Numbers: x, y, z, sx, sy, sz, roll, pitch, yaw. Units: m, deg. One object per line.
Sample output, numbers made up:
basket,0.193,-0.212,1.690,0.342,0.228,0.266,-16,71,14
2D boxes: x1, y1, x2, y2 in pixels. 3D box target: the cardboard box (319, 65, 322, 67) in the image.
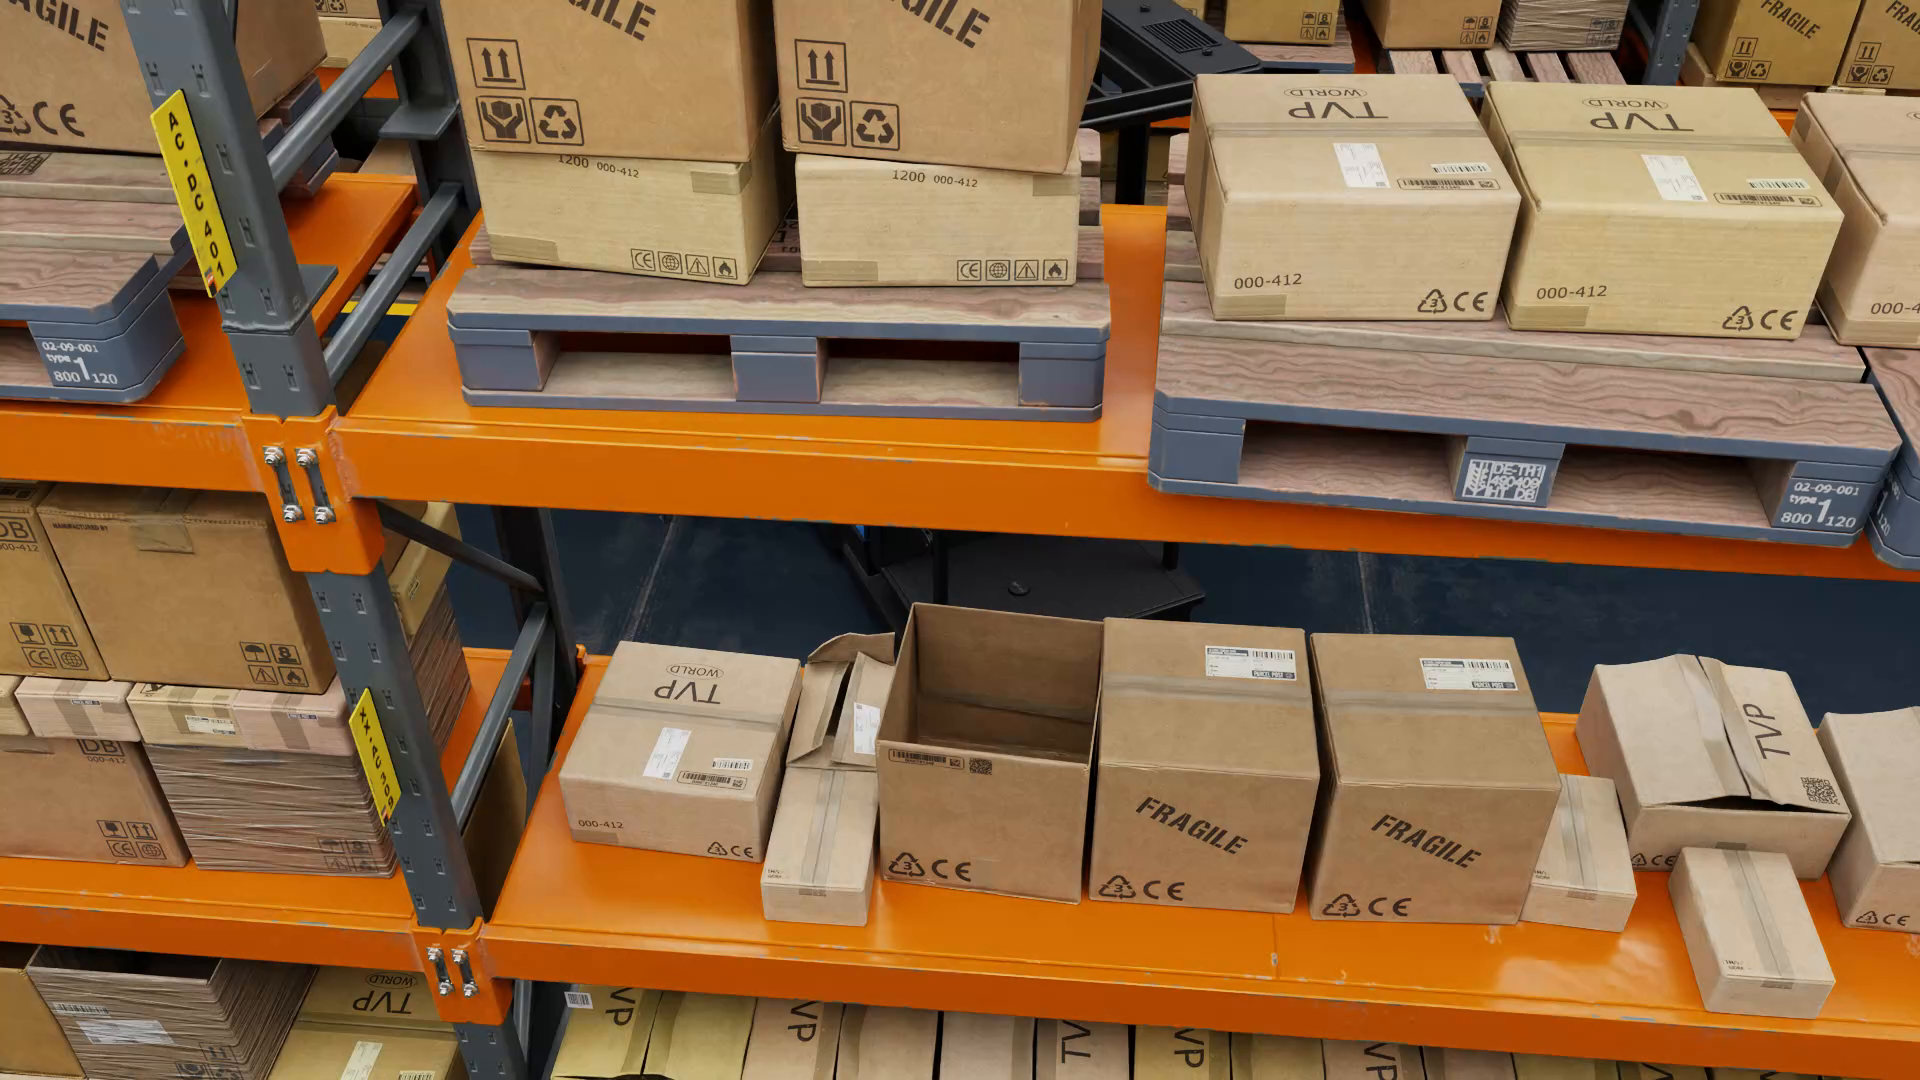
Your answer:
cardboard box,-3.278,-2.522,8.075,0.500,0.250,0.500,3,39,3

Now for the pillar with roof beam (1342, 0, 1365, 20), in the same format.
pillar with roof beam,1.616,-2.647,3.374,0.400,9.000,9.100,3,39,4

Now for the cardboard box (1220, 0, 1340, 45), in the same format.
cardboard box,1.495,-2.696,7.758,0.500,0.500,0.700,3,39,4

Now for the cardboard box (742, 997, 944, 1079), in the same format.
cardboard box,-0.313,1.380,4.579,0.500,0.311,0.500,3,39,3

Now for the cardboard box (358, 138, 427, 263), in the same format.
cardboard box,-2.786,-1.854,8.783,0.500,0.500,0.700,1,39,1

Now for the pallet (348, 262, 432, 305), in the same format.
pallet,-2.668,-1.629,9.084,1.213,0.211,1.003,3,39,4

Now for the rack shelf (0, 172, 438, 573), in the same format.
rack shelf,-3.194,-0.509,3.693,4.000,0.370,1.077,3,39,4

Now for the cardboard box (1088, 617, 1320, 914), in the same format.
cardboard box,0.587,0.554,4.114,0.500,0.500,0.500,3,39,4

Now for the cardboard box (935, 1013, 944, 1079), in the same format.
cardboard box,-0.311,1.594,4.760,0.500,0.250,0.500,4,39,5

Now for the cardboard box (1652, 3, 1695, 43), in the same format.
cardboard box,3.554,-2.467,8.088,0.250,0.149,0.380,4,39,5

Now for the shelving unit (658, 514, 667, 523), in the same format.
shelving unit,-1.169,-0.691,7.149,0.503,1.200,0.258,-24,45,-26

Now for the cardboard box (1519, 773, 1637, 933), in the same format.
cardboard box,1.509,0.766,4.132,0.250,0.149,0.380,6,40,7

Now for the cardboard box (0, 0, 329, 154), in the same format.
cardboard box,-1.680,-1.128,3.361,0.500,0.500,0.500,6,40,8

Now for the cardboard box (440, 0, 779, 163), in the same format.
cardboard box,-0.590,-1.016,2.938,0.500,0.500,0.500,4,39,4

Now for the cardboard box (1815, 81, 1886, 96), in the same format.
cardboard box,4.024,-2.073,7.604,0.250,0.149,0.380,4,39,5

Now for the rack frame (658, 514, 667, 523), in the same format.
rack frame,-1.369,-0.603,7.040,0.015,1.200,0.240,-24,45,-26

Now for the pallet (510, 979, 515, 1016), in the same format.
pallet,-1.990,1.496,5.245,1.213,0.211,1.003,3,39,4

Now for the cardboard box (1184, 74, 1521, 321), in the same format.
cardboard box,0.699,-0.641,3.071,0.500,0.250,0.500,0,39,0

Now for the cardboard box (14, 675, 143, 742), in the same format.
cardboard box,-1.998,0.287,3.929,0.250,0.149,0.380,2,39,3

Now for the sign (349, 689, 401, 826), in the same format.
sign,-1.247,0.467,3.551,0.005,0.325,0.100,3,39,4

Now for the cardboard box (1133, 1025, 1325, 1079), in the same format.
cardboard box,0.721,1.433,4.515,0.500,0.311,0.500,4,39,5

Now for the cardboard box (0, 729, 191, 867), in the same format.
cardboard box,-2.170,0.401,4.302,0.500,0.500,0.700,3,39,3

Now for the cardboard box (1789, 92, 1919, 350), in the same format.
cardboard box,1.803,-0.572,2.987,0.500,0.250,0.500,4,39,5

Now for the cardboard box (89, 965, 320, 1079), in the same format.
cardboard box,-2.179,1.467,4.917,0.500,0.250,0.500,3,39,4

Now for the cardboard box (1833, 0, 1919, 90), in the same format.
cardboard box,4.191,-2.353,7.435,0.500,0.500,0.500,4,39,5

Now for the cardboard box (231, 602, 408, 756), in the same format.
cardboard box,-1.490,0.314,3.895,0.250,0.149,0.380,3,39,4

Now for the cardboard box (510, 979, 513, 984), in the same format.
cardboard box,-1.637,1.172,5.279,0.500,0.250,0.500,3,39,4

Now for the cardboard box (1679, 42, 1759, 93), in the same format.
cardboard box,3.516,-2.160,7.711,0.250,0.149,0.380,3,39,3

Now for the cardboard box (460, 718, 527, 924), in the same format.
cardboard box,-1.636,0.875,5.050,0.500,0.500,0.500,3,39,4

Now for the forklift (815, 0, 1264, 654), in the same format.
forklift,0.265,-0.776,5.881,1.130,2.935,3.031,-16,42,-19

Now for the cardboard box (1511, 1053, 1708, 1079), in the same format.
cardboard box,1.723,1.490,4.444,0.500,0.311,0.500,3,39,3

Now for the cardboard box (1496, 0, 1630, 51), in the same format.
cardboard box,2.739,-2.642,7.692,0.500,0.500,0.700,-1,39,-1

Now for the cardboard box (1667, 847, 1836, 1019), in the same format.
cardboard box,1.864,0.925,3.937,0.250,0.149,0.380,3,39,4

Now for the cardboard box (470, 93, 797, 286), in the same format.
cardboard box,-0.588,-0.744,3.198,0.500,0.250,0.500,7,40,8

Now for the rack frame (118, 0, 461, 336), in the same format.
rack frame,-1.201,-1.842,2.385,0.127,3.000,1.000,3,39,4

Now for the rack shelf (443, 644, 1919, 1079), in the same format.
rack shelf,0.792,0.872,4.372,4.000,0.370,1.077,3,39,4

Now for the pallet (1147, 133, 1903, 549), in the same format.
pallet,0.986,-0.428,3.173,1.213,0.211,1.003,5,39,6

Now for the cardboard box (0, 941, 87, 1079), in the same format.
cardboard box,-2.677,1.150,4.713,0.500,0.500,0.500,3,39,4

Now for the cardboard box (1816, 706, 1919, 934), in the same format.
cardboard box,2.425,0.690,4.097,0.500,0.311,0.500,5,39,7

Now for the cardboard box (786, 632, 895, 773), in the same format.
cardboard box,-0.309,0.469,4.404,0.258,0.266,0.396,2,39,3

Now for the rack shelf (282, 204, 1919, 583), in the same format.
rack shelf,0.792,-0.291,3.425,4.000,0.370,1.077,3,39,4

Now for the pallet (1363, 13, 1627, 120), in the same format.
pallet,2.489,-2.311,7.865,1.003,0.211,1.213,3,39,4

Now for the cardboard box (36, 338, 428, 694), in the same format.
cardboard box,-1.644,-0.078,3.862,0.500,0.500,0.700,3,39,4

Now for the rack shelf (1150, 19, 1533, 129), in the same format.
rack shelf,1.215,-2.243,8.200,4.000,0.370,1.077,3,39,4
